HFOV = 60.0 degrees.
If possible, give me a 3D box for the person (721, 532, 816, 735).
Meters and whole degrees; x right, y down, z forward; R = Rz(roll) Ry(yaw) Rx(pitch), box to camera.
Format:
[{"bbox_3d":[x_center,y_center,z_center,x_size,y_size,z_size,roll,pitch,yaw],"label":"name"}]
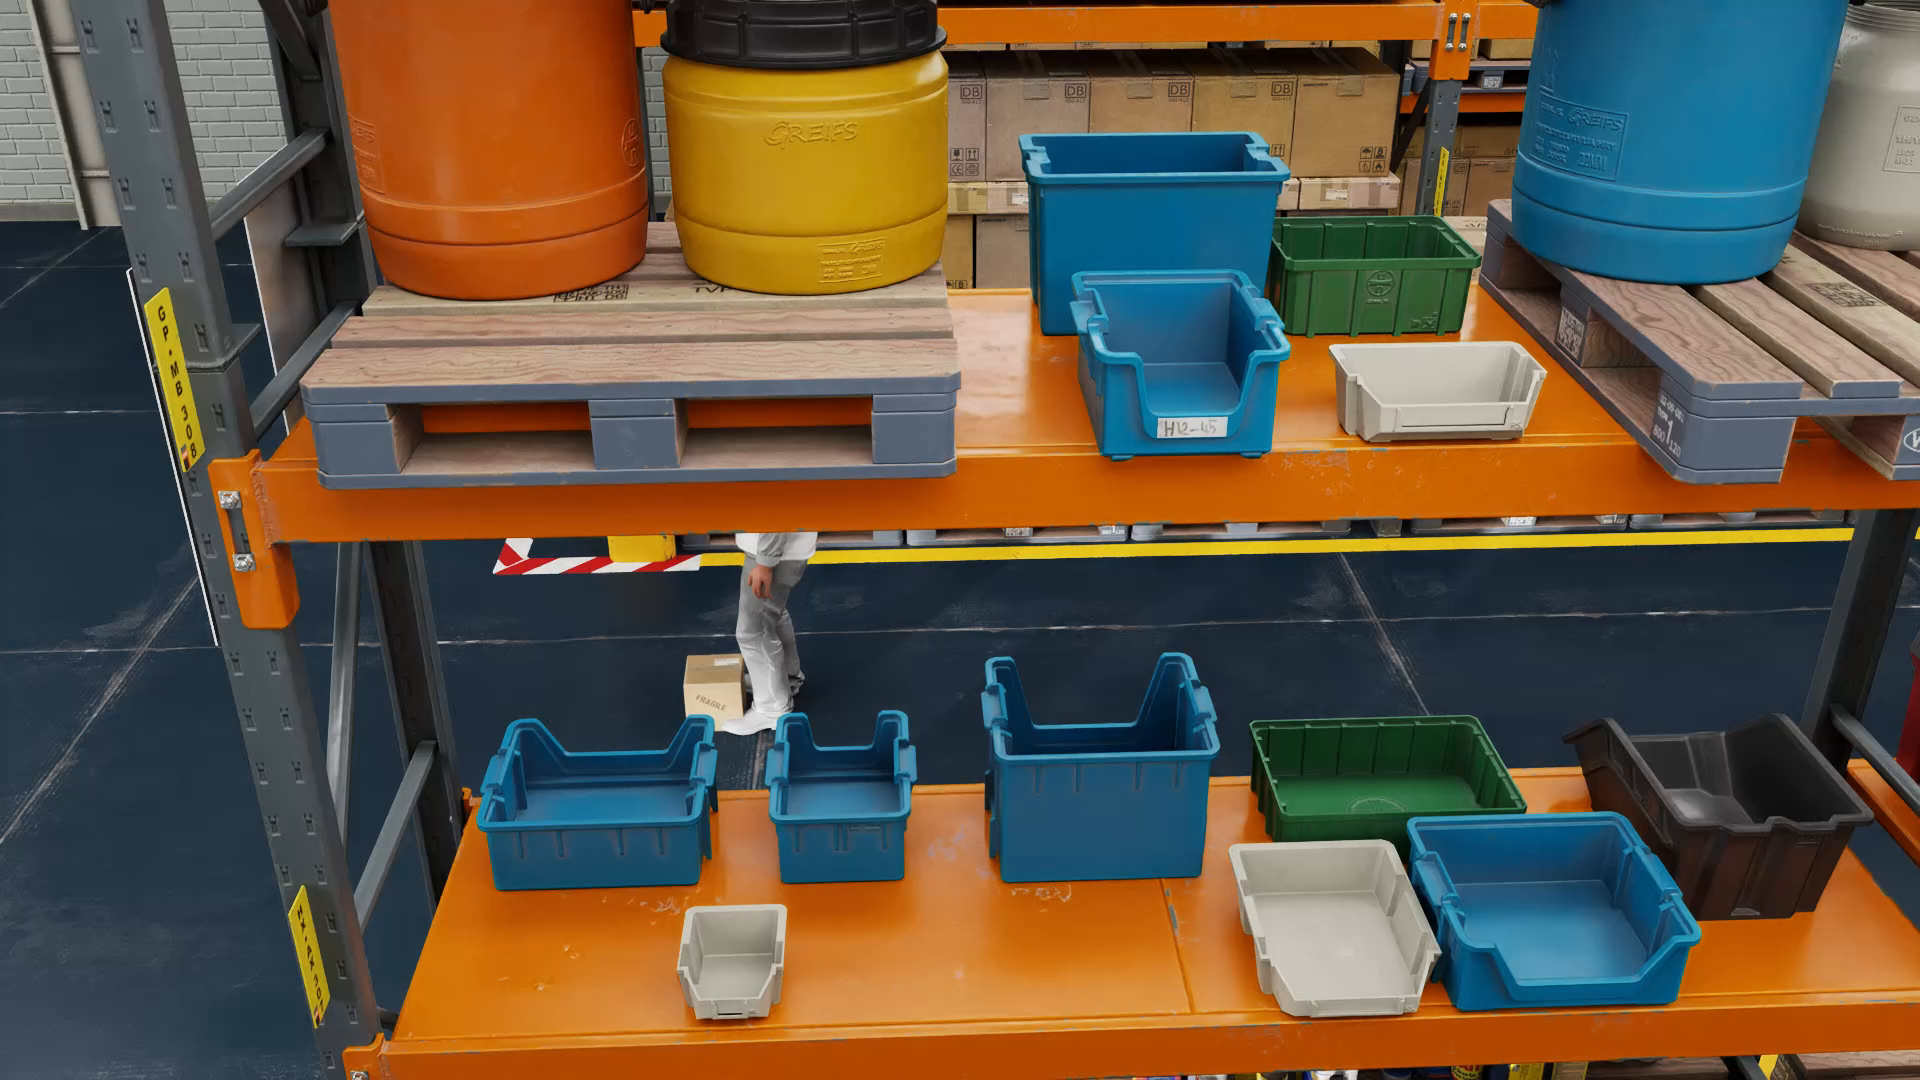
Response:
[{"bbox_3d":[-0.833,-0.006,7.101,0.463,1.772,0.581,-1,27,-2],"label":"person"}]
